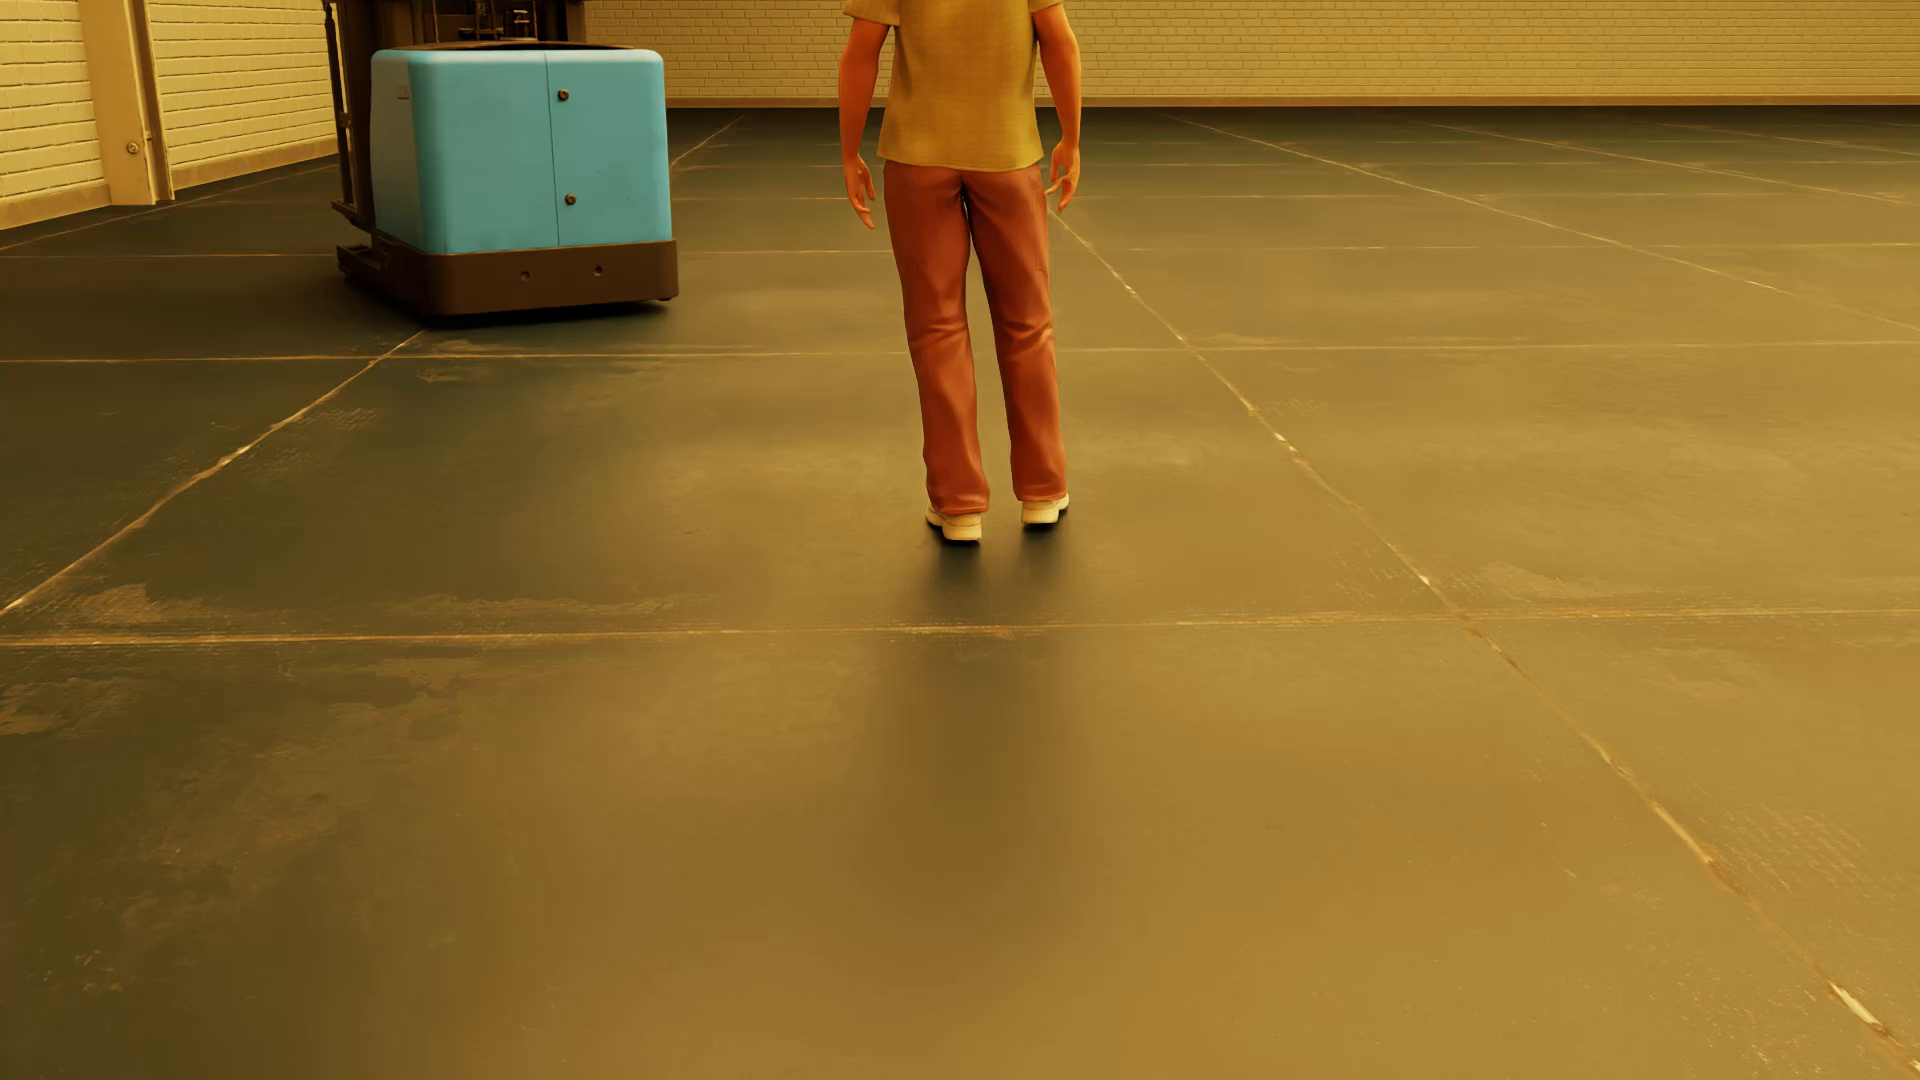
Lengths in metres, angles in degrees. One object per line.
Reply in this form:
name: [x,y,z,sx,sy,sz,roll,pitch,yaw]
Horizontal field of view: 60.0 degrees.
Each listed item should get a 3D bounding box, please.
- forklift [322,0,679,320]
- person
forklift: [-2.360,-2.671,7.637,1.130,2.935,3.031,-9,19,-28]
person: [0.008,-0.830,3.742,0.553,1.675,0.549,-1,17,-3]
